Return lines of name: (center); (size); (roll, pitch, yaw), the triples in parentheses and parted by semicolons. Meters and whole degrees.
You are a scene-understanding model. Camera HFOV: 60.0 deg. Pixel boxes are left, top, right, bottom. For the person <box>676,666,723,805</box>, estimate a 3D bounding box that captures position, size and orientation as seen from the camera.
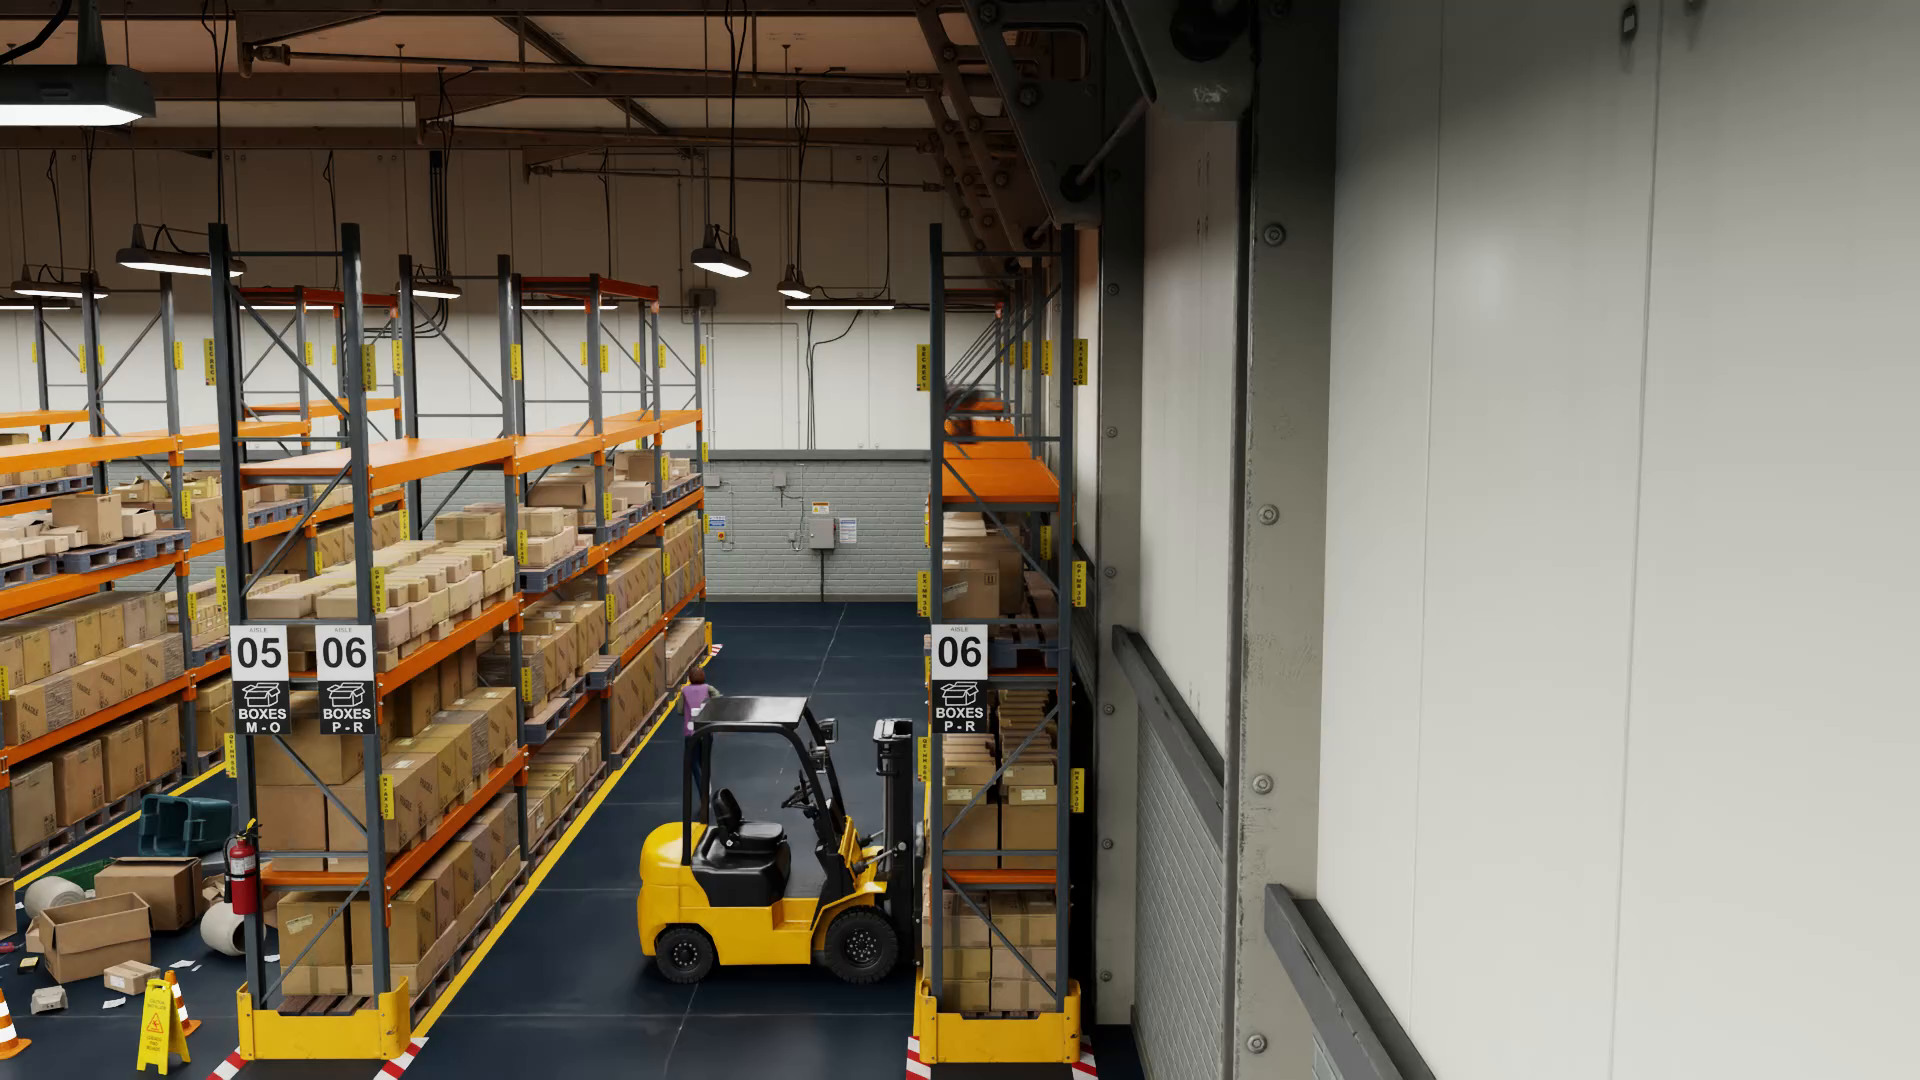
person: (-2.937, 2.212, 18.836); (0.508, 1.511, 0.781); (-2, 7, -16)
